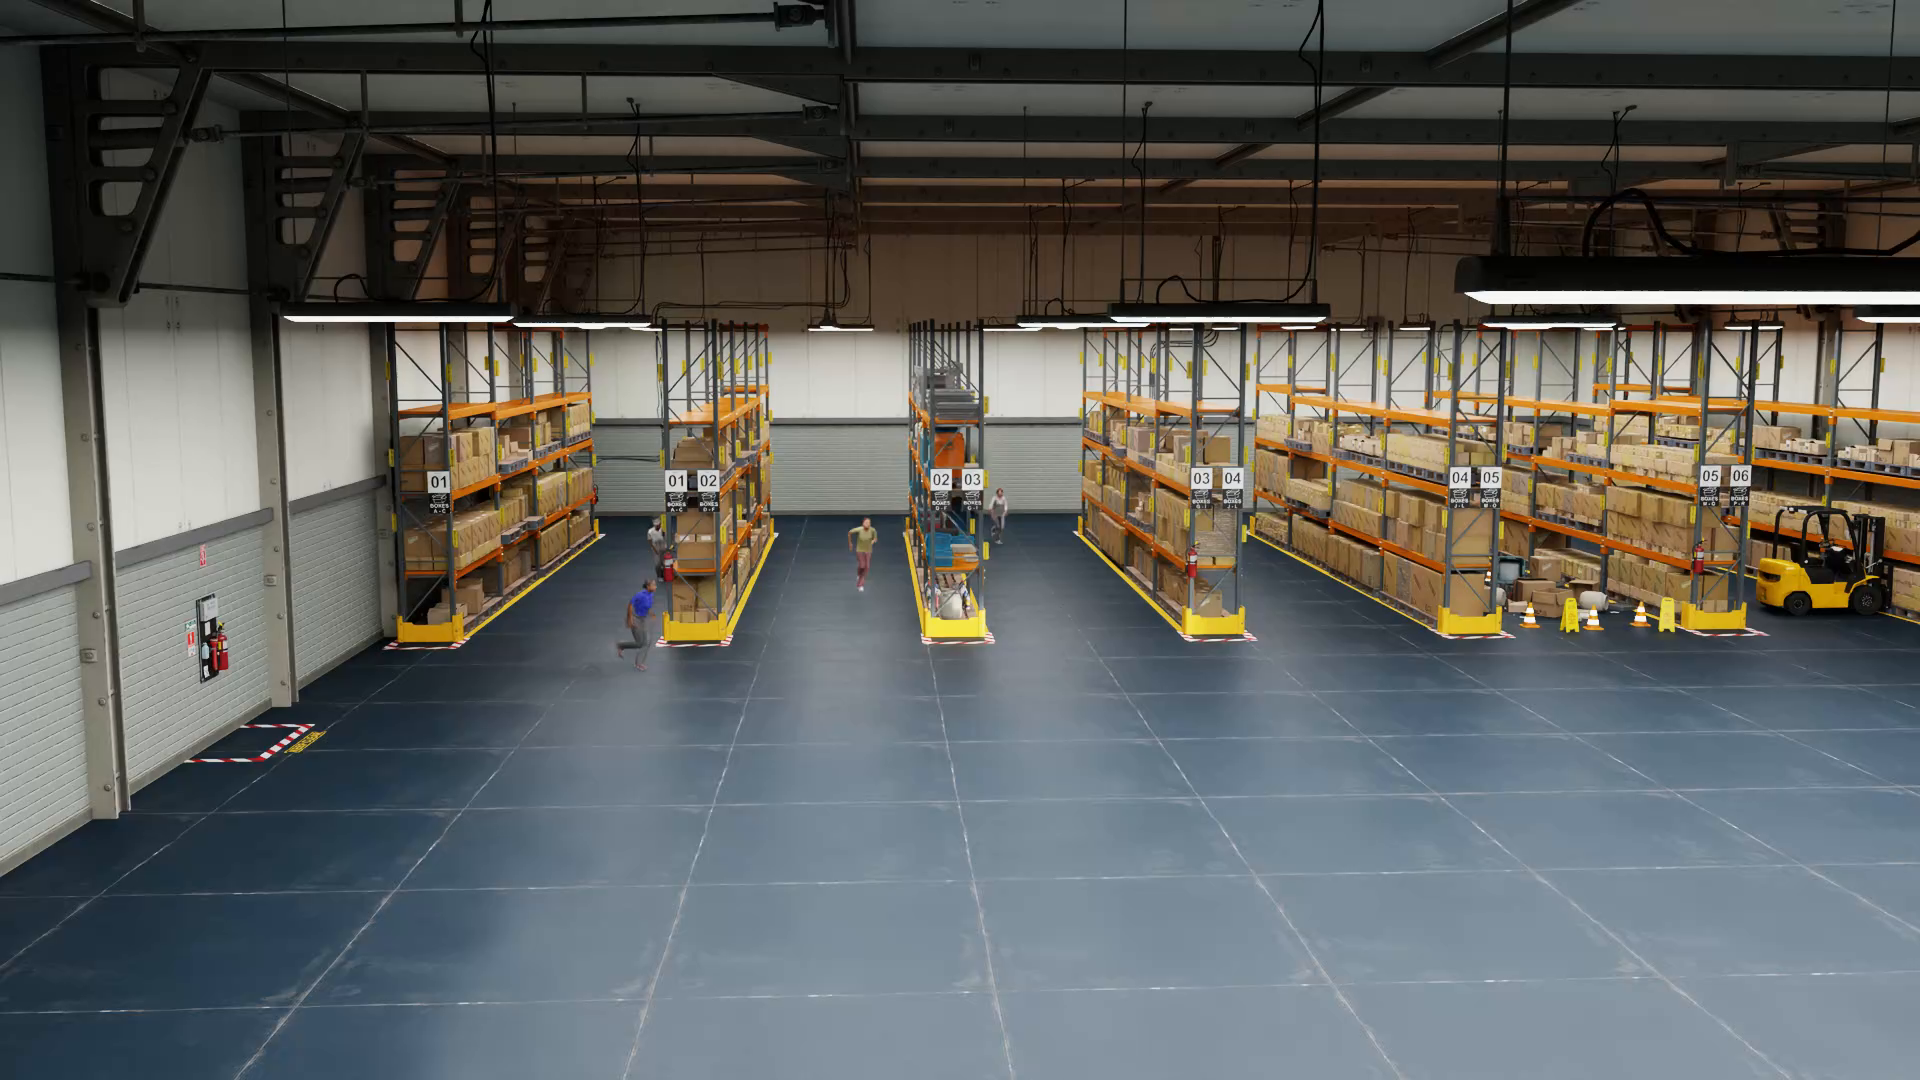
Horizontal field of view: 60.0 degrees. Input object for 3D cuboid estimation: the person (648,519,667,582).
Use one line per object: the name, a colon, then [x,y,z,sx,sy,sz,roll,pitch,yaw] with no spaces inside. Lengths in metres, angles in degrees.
person: [-6.960,0.220,38.573,0.575,1.502,0.863,-2,7,-19]

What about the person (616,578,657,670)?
person: [-5.561,1.446,28.602,0.763,1.583,0.576,2,7,14]

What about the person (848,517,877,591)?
person: [-2.032,0.289,35.232,0.580,1.588,0.675,-3,8,-20]

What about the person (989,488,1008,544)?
person: [1.050,-0.662,45.582,0.521,1.546,0.582,-2,7,-17]
